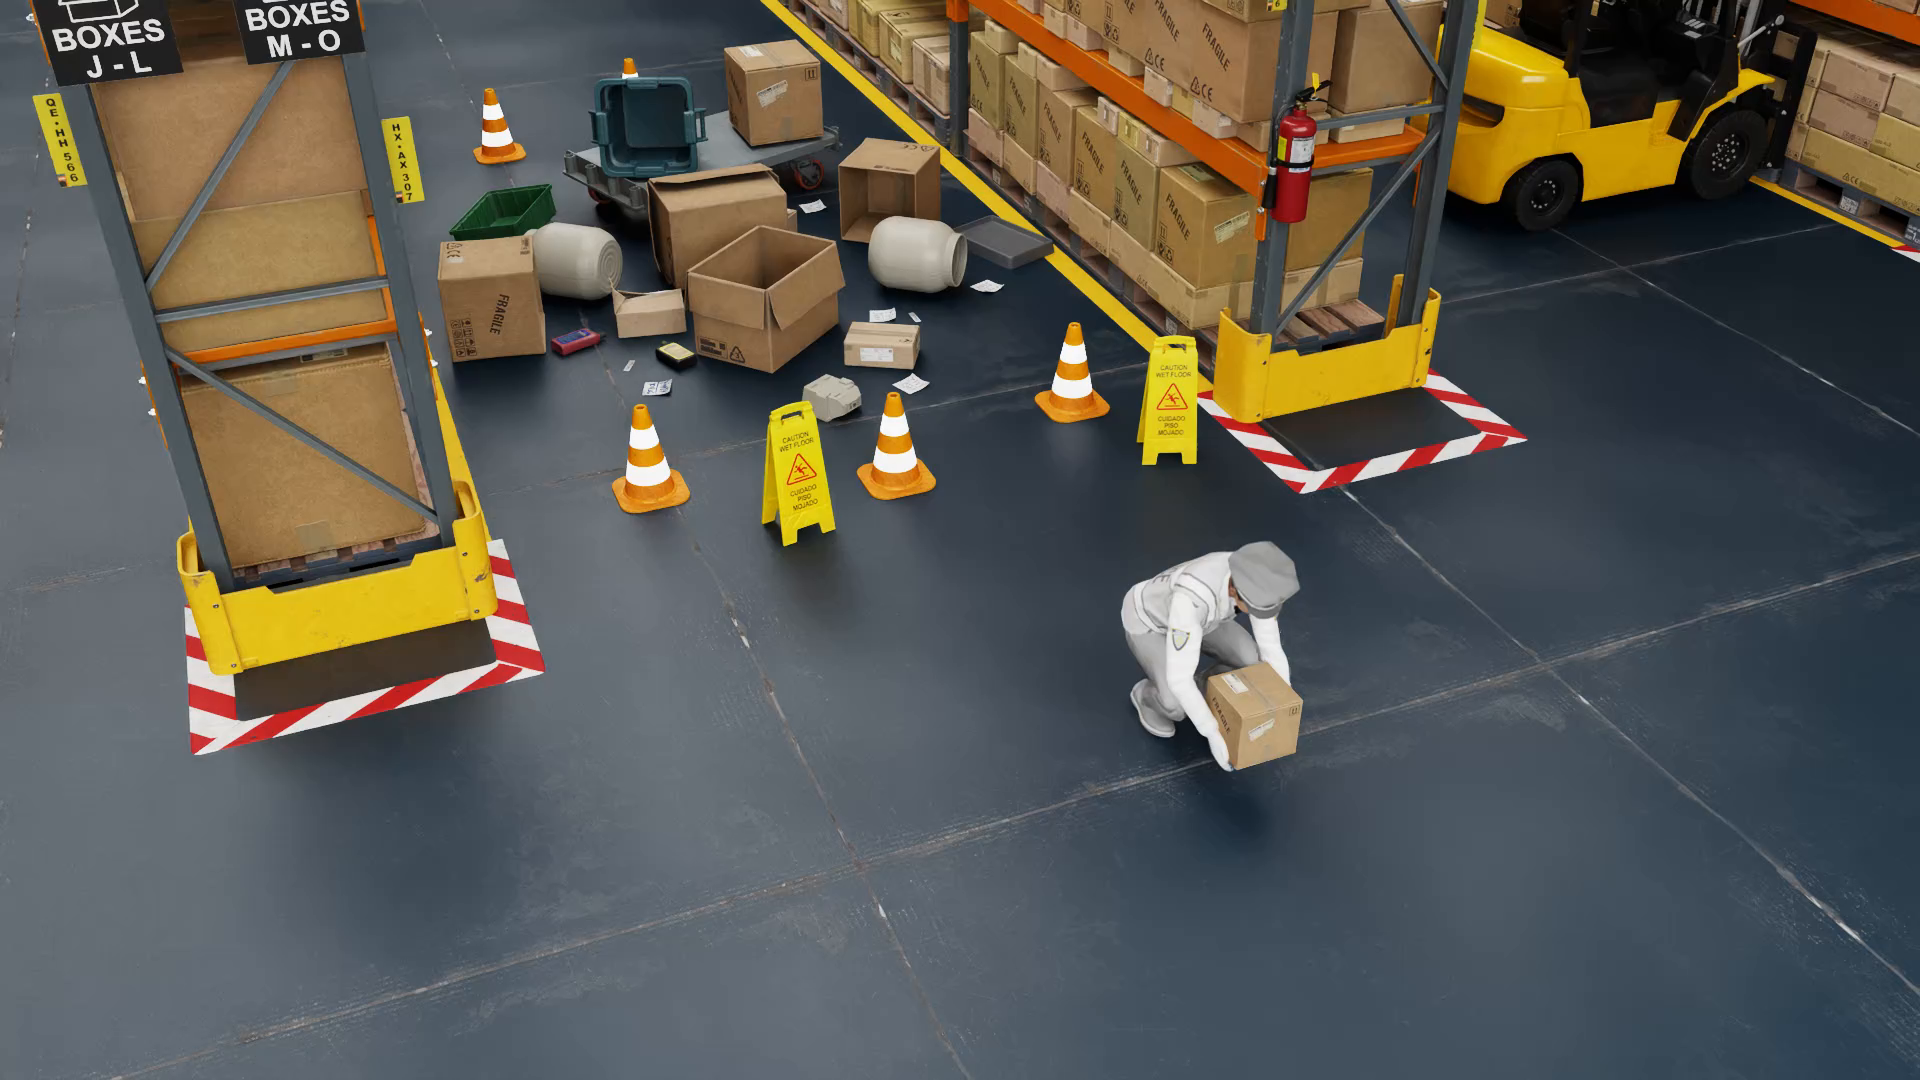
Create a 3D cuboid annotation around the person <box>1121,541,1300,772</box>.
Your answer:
[{"bbox_3d":[0.929,0.354,6.256,0.490,0.964,0.821,-13,36,-19],"label":"person"}]
